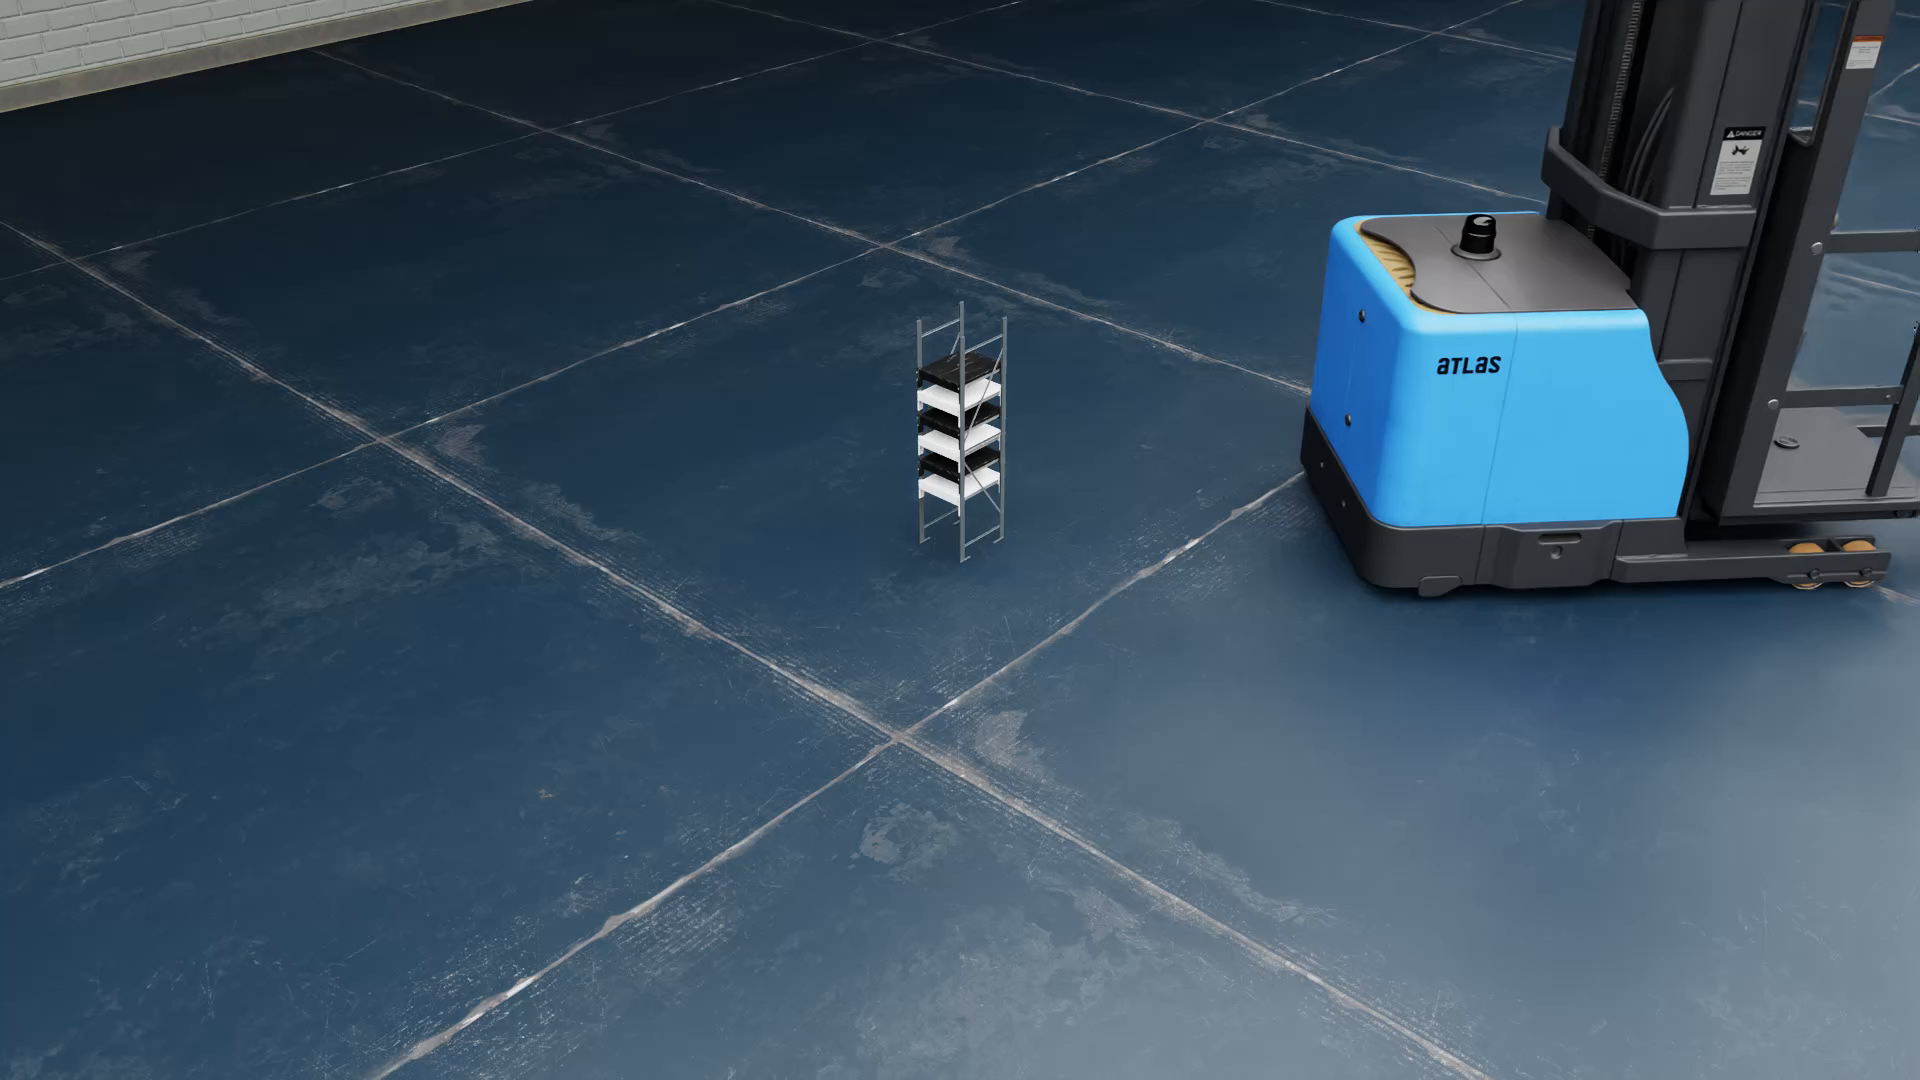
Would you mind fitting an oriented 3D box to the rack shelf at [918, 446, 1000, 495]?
[{"bbox_3d":[0.006,-0.277,6.077,0.200,0.077,0.258,25,39,35],"label":"rack shelf"}]

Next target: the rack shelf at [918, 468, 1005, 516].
[{"bbox_3d":[0.006,-0.200,6.123,0.200,0.077,0.258,25,39,35],"label":"rack shelf"}]

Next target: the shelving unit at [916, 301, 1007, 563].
[{"bbox_3d":[0.006,-0.383,6.013,0.210,0.900,0.258,25,39,35],"label":"shelving unit"}]

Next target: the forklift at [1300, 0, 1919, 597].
[{"bbox_3d":[2.900,-1.349,5.649,3.031,2.935,1.130,-2,31,-4],"label":"forklift"}]

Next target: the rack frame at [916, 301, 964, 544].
[{"bbox_3d":[-0.069,-0.418,6.072,0.006,0.900,0.240,25,39,35],"label":"rack frame"}]

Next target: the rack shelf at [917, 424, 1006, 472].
[{"bbox_3d":[0.006,-0.354,6.030,0.200,0.077,0.258,25,39,35],"label":"rack shelf"}]

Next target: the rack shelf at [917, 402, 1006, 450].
[{"bbox_3d":[0.006,-0.431,5.984,0.200,0.077,0.258,25,39,35],"label":"rack shelf"}]

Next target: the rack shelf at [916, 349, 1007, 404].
[{"bbox_3d":[0.006,-0.585,5.891,0.200,0.077,0.258,25,39,35],"label":"rack shelf"}]

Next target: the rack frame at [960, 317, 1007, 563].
[{"bbox_3d":[0.081,-0.348,5.955,0.006,0.900,0.240,25,39,35],"label":"rack frame"}]

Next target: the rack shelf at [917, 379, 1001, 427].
[{"bbox_3d":[0.006,-0.508,5.938,0.200,0.077,0.258,25,39,35],"label":"rack shelf"}]
